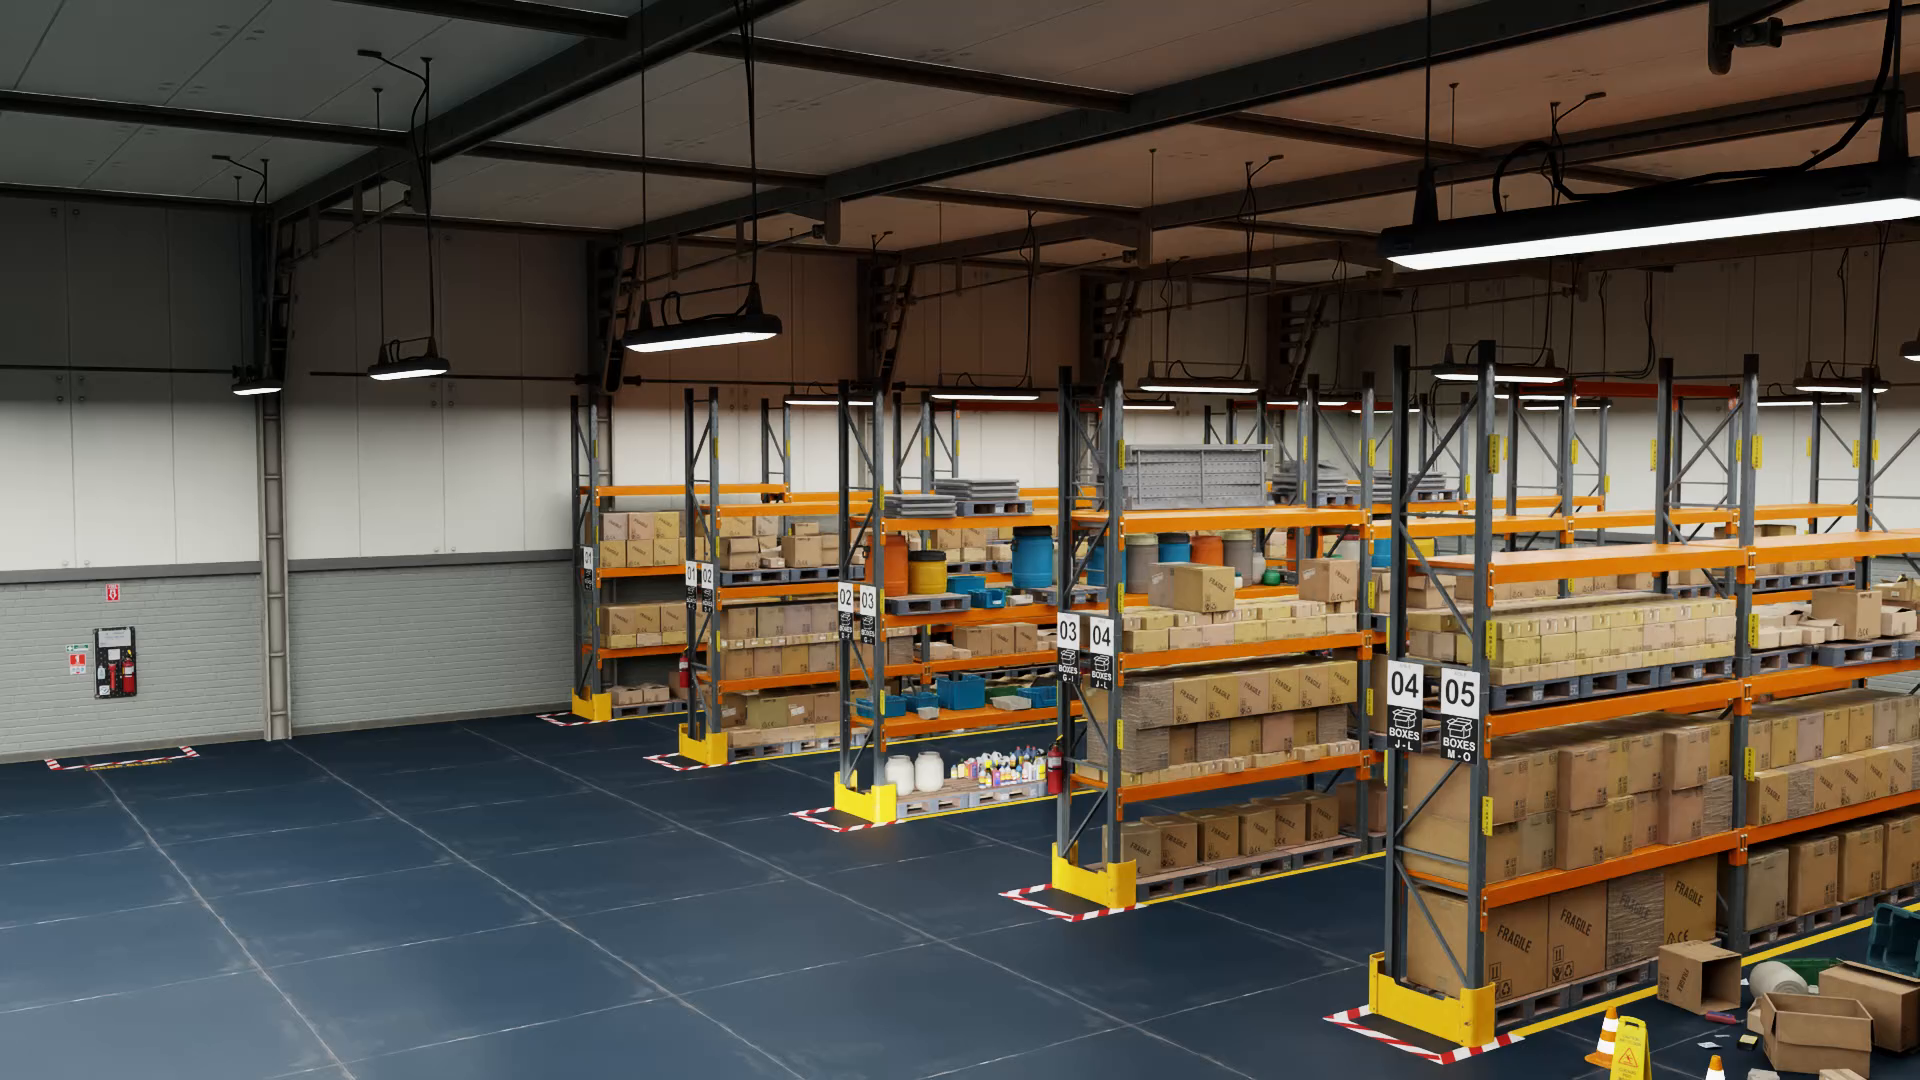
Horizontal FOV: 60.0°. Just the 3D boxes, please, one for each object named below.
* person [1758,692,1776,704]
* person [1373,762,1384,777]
[{"bbox_3d":[11.557,2.925,23.714,0.487,1.643,0.502,-2,4,-25],"label":"person"},{"bbox_3d":[5.899,2.859,23.856,0.532,1.840,0.610,-1,4,-24],"label":"person"}]
